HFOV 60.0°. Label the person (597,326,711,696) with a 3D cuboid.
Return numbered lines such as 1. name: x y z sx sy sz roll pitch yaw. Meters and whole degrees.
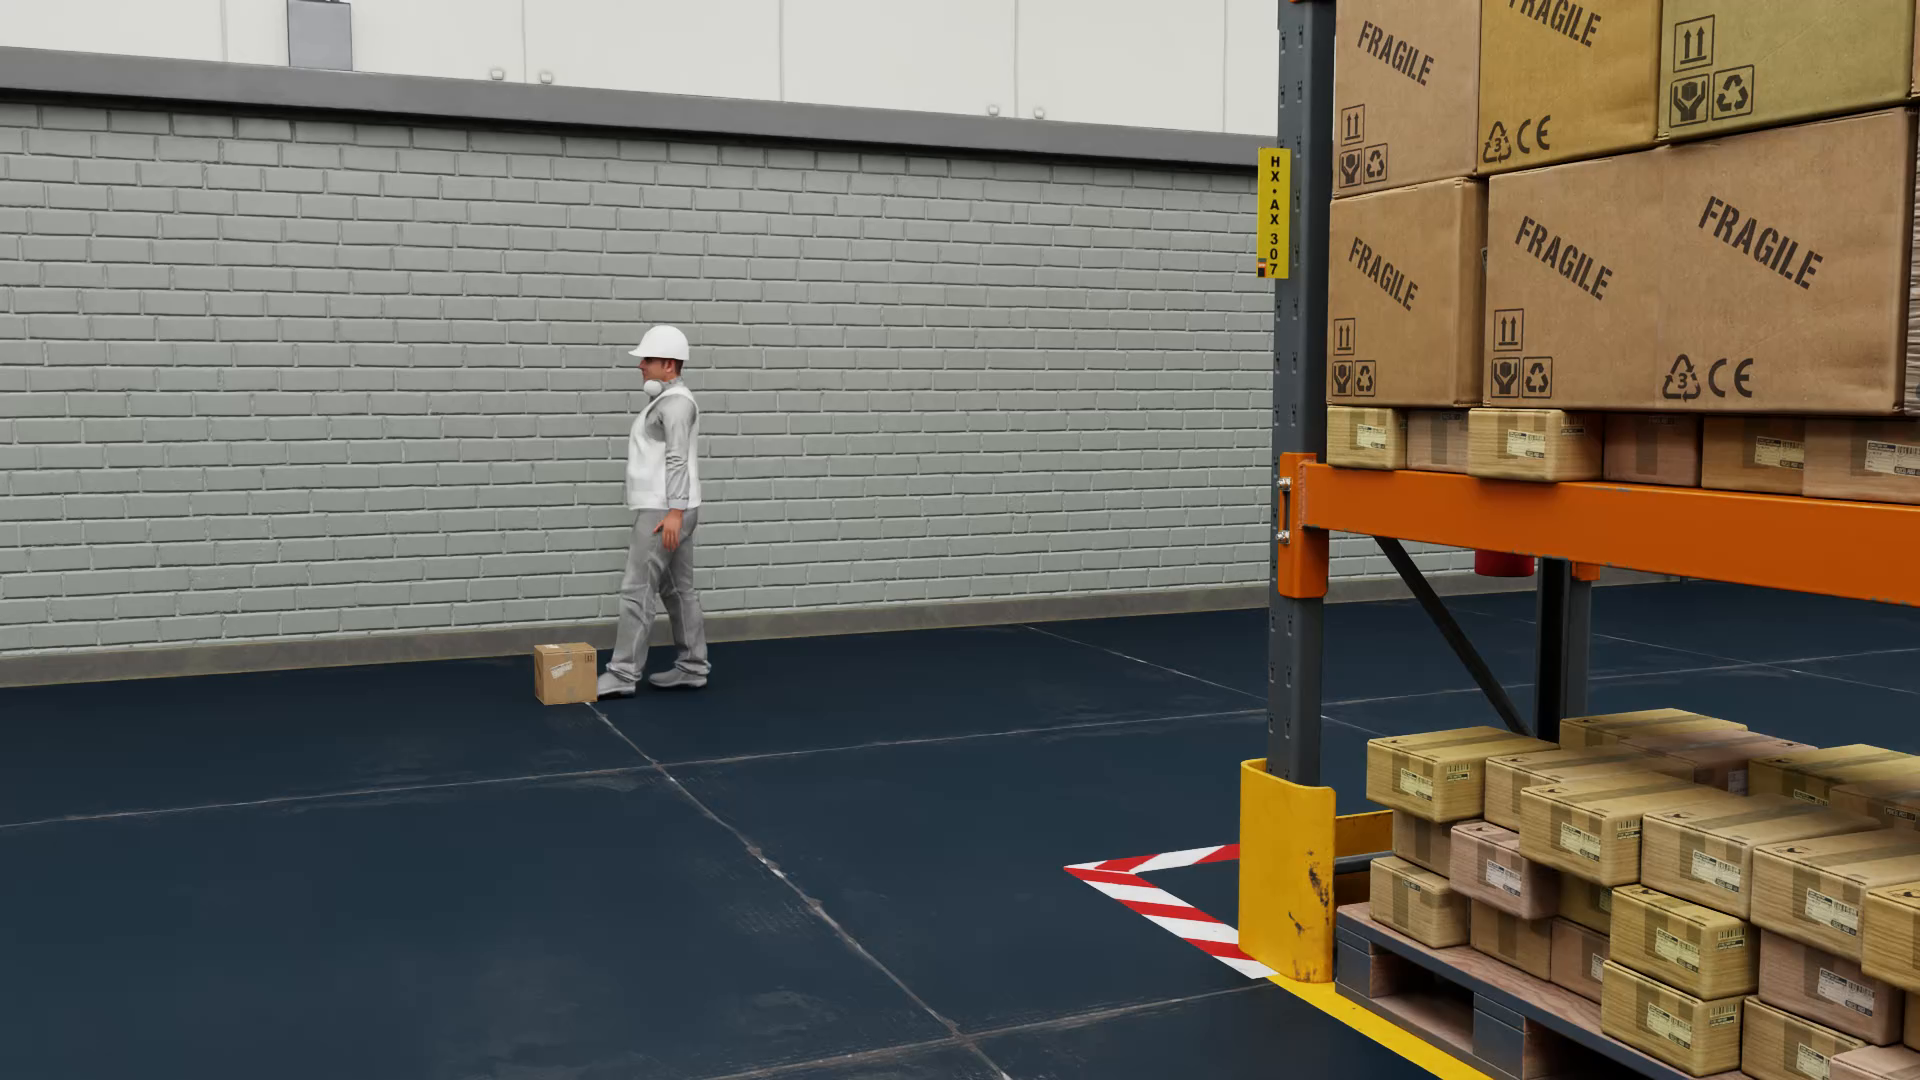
1. person: -1.545 -0.149 8.075 0.645 1.769 0.561 -1 5 -5
